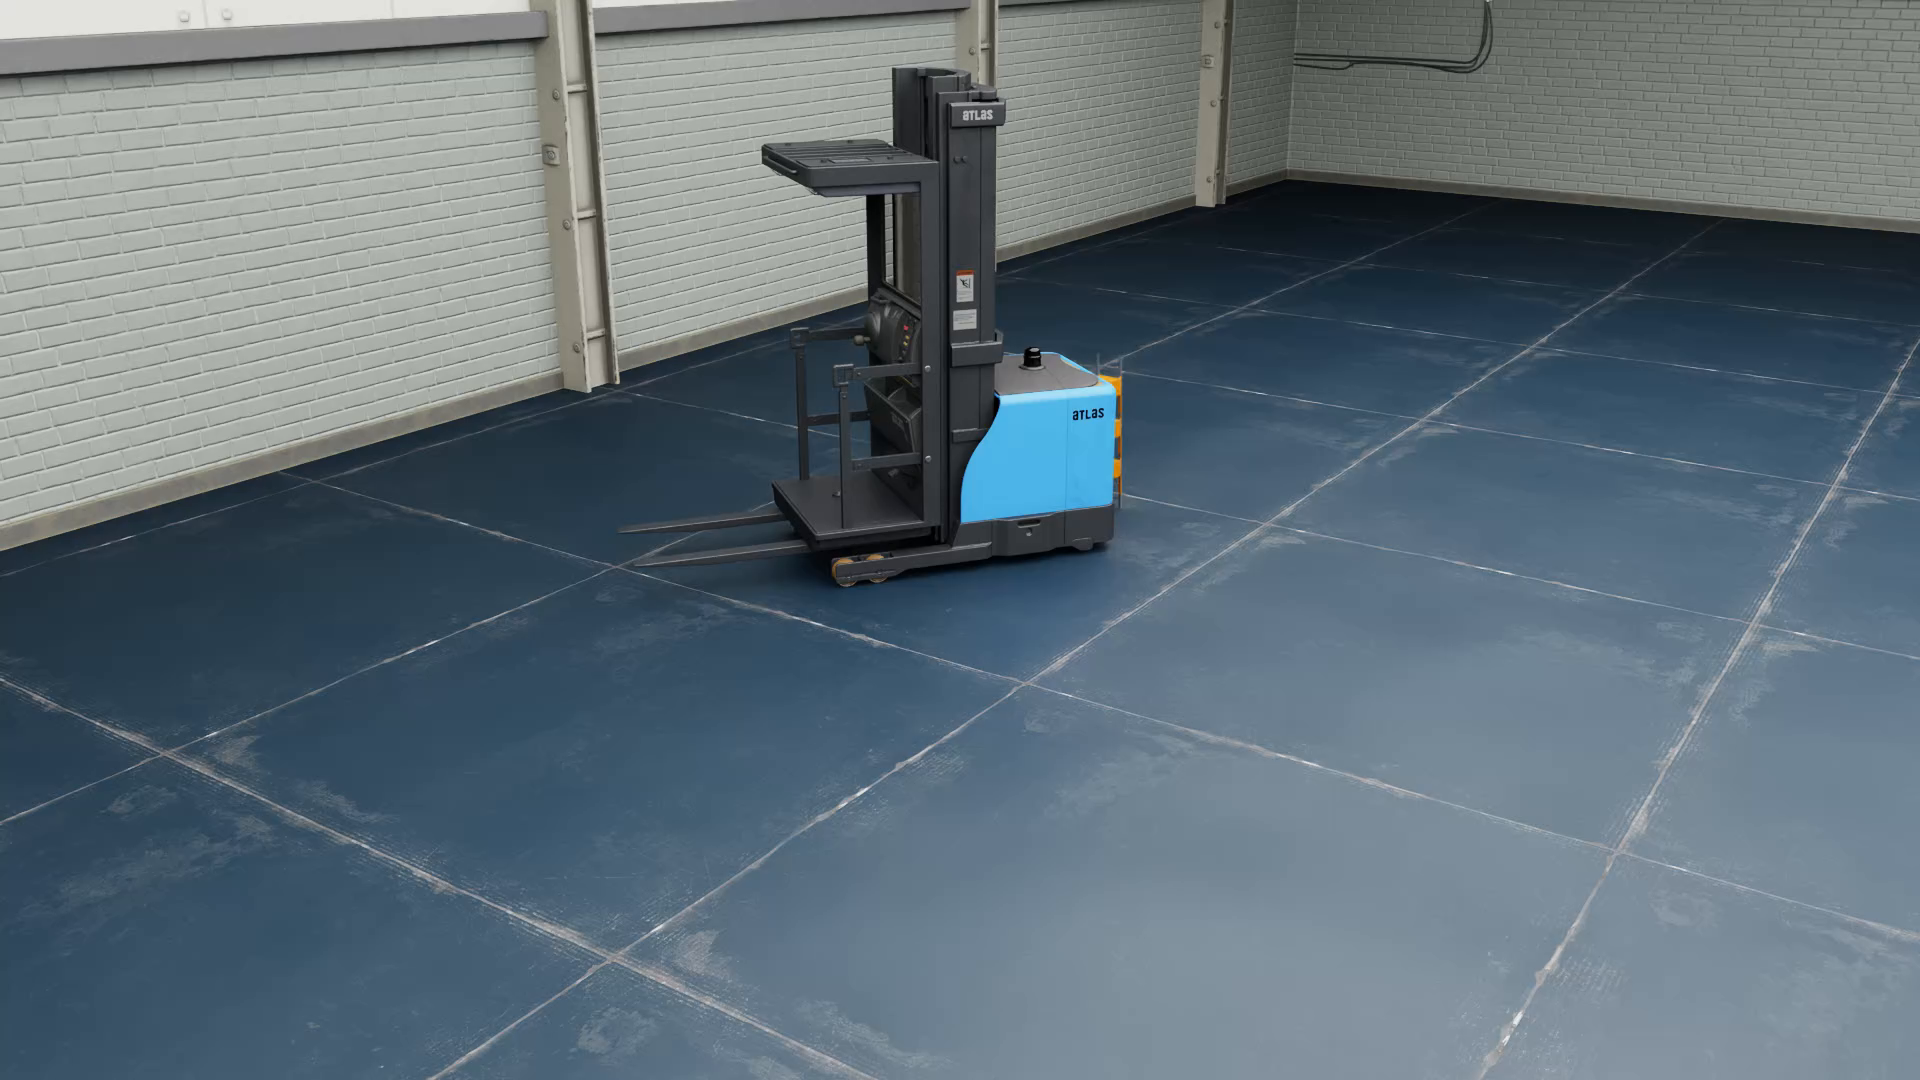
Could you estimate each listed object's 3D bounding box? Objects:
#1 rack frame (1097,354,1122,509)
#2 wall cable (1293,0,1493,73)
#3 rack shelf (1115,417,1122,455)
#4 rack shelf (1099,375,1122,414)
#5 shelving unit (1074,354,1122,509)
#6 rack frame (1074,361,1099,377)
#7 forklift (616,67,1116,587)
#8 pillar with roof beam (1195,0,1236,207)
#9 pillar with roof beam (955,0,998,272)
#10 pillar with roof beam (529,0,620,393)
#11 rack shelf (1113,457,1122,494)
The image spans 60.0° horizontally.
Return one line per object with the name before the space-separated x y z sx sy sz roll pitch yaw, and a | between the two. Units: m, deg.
rack frame | 1.005 -0.726 11.202 0.200 1.050 0.008 15 25 40
wall cable | 6.305 -8.134 24.260 3.097 2.526 0.112 13 24 32
rack shelf | 0.924 -0.685 11.121 0.215 0.259 0.240 15 25 40
rack shelf | 0.915 -0.953 11.028 0.215 0.259 0.240 15 25 40
shelving unit | 0.923 -0.695 11.117 0.215 1.050 0.252 15 25 40
rack frame | 0.842 -0.663 11.032 0.200 1.050 0.008 15 25 40
forklift | -0.592 -1.300 10.056 3.031 2.935 1.130 -7 21 -19
pillar with roof beam | 7.115 -8.164 19.864 9.100 9.000 0.400 13 24 32
pillar with roof beam | 3.742 -6.442 15.210 9.100 9.000 0.400 13 24 32
pillar with roof beam | 0.370 -4.721 10.556 9.100 9.000 0.400 13 24 32
rack shelf | 0.932 -0.422 11.211 0.215 0.259 0.240 15 25 40
